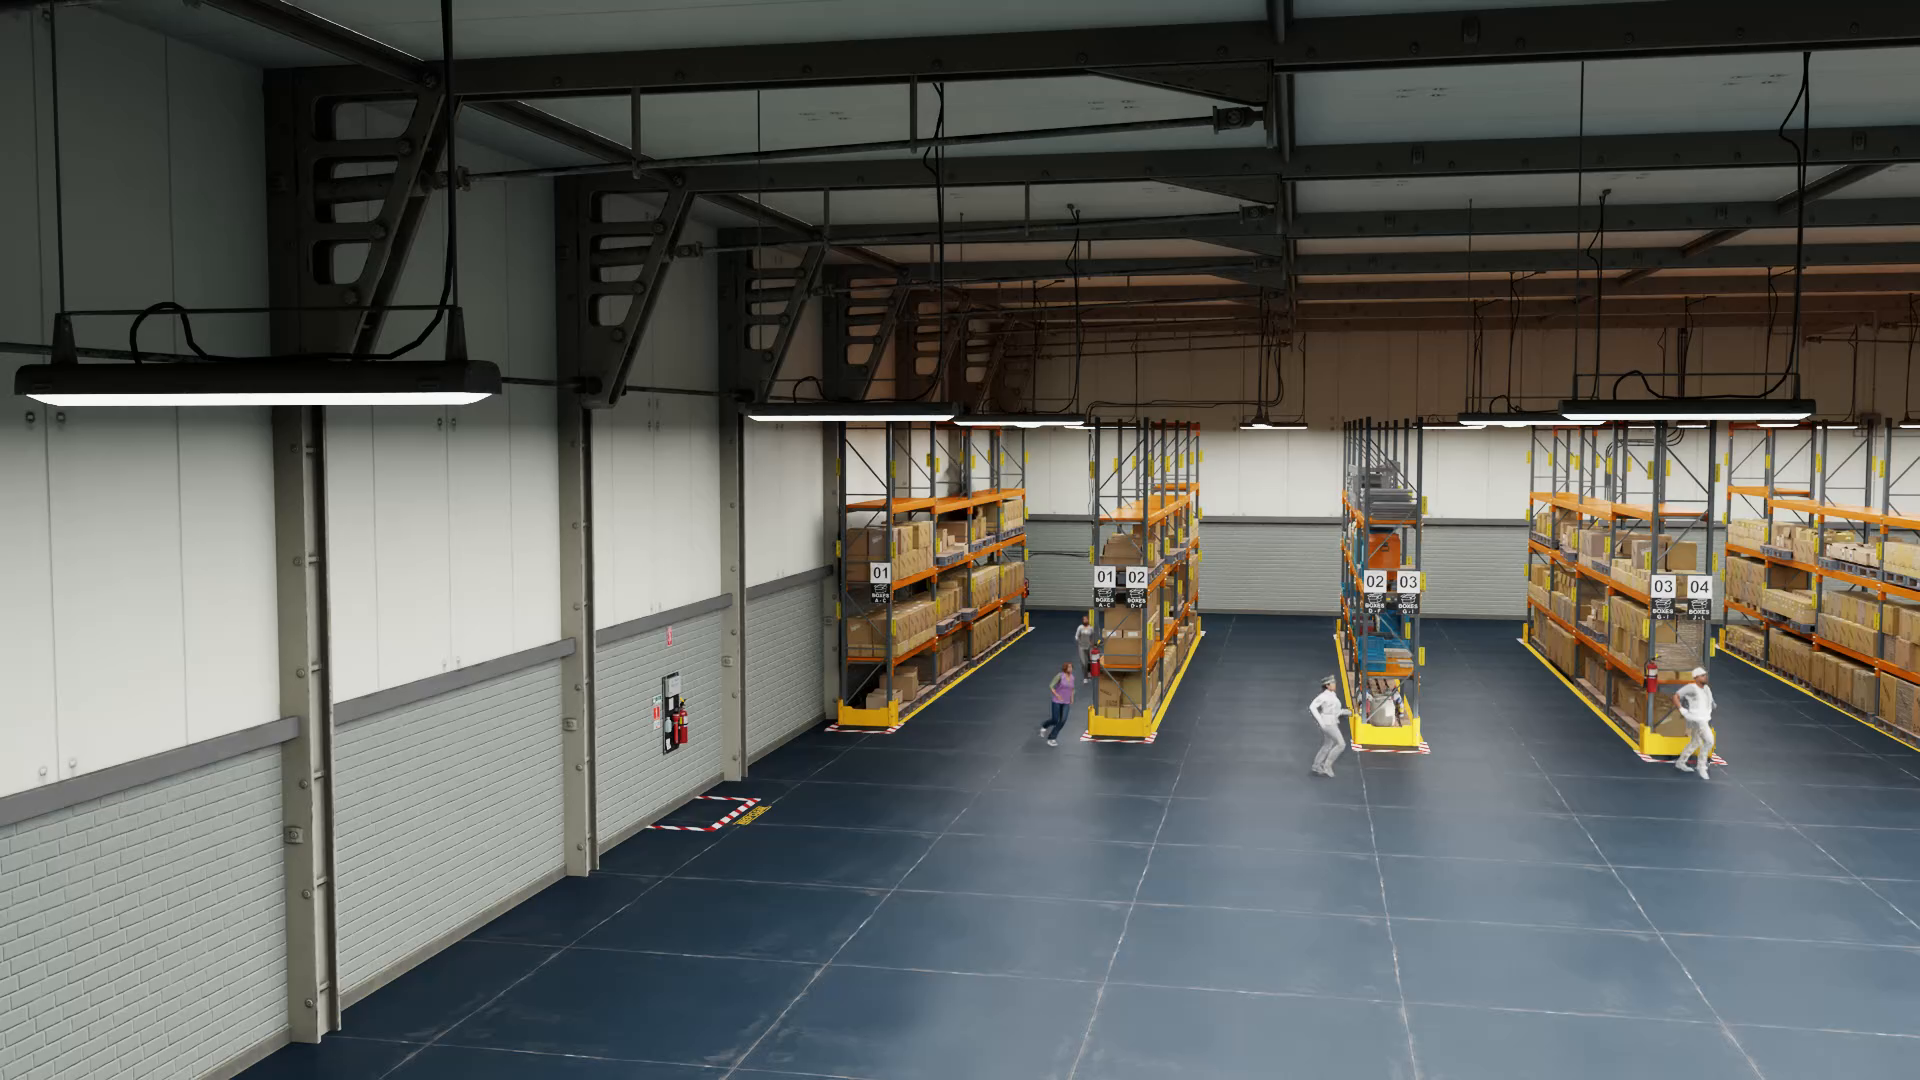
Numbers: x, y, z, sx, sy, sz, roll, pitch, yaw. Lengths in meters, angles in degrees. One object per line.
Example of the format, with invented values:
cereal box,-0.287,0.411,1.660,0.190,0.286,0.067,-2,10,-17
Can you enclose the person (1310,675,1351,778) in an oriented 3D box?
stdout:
person,6.154,3.086,27.603,0.677,1.700,0.581,2,4,29

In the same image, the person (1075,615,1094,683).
person,2.868,2.484,37.825,0.526,1.556,0.536,0,4,7

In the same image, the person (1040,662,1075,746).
person,1.847,2.985,30.632,0.592,1.517,0.613,-2,4,-25

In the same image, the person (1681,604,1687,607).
person,19.422,1.961,44.895,0.581,1.696,0.738,-2,4,-26

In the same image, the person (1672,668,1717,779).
person,12.316,3.051,27.777,0.664,1.835,0.698,4,5,44
